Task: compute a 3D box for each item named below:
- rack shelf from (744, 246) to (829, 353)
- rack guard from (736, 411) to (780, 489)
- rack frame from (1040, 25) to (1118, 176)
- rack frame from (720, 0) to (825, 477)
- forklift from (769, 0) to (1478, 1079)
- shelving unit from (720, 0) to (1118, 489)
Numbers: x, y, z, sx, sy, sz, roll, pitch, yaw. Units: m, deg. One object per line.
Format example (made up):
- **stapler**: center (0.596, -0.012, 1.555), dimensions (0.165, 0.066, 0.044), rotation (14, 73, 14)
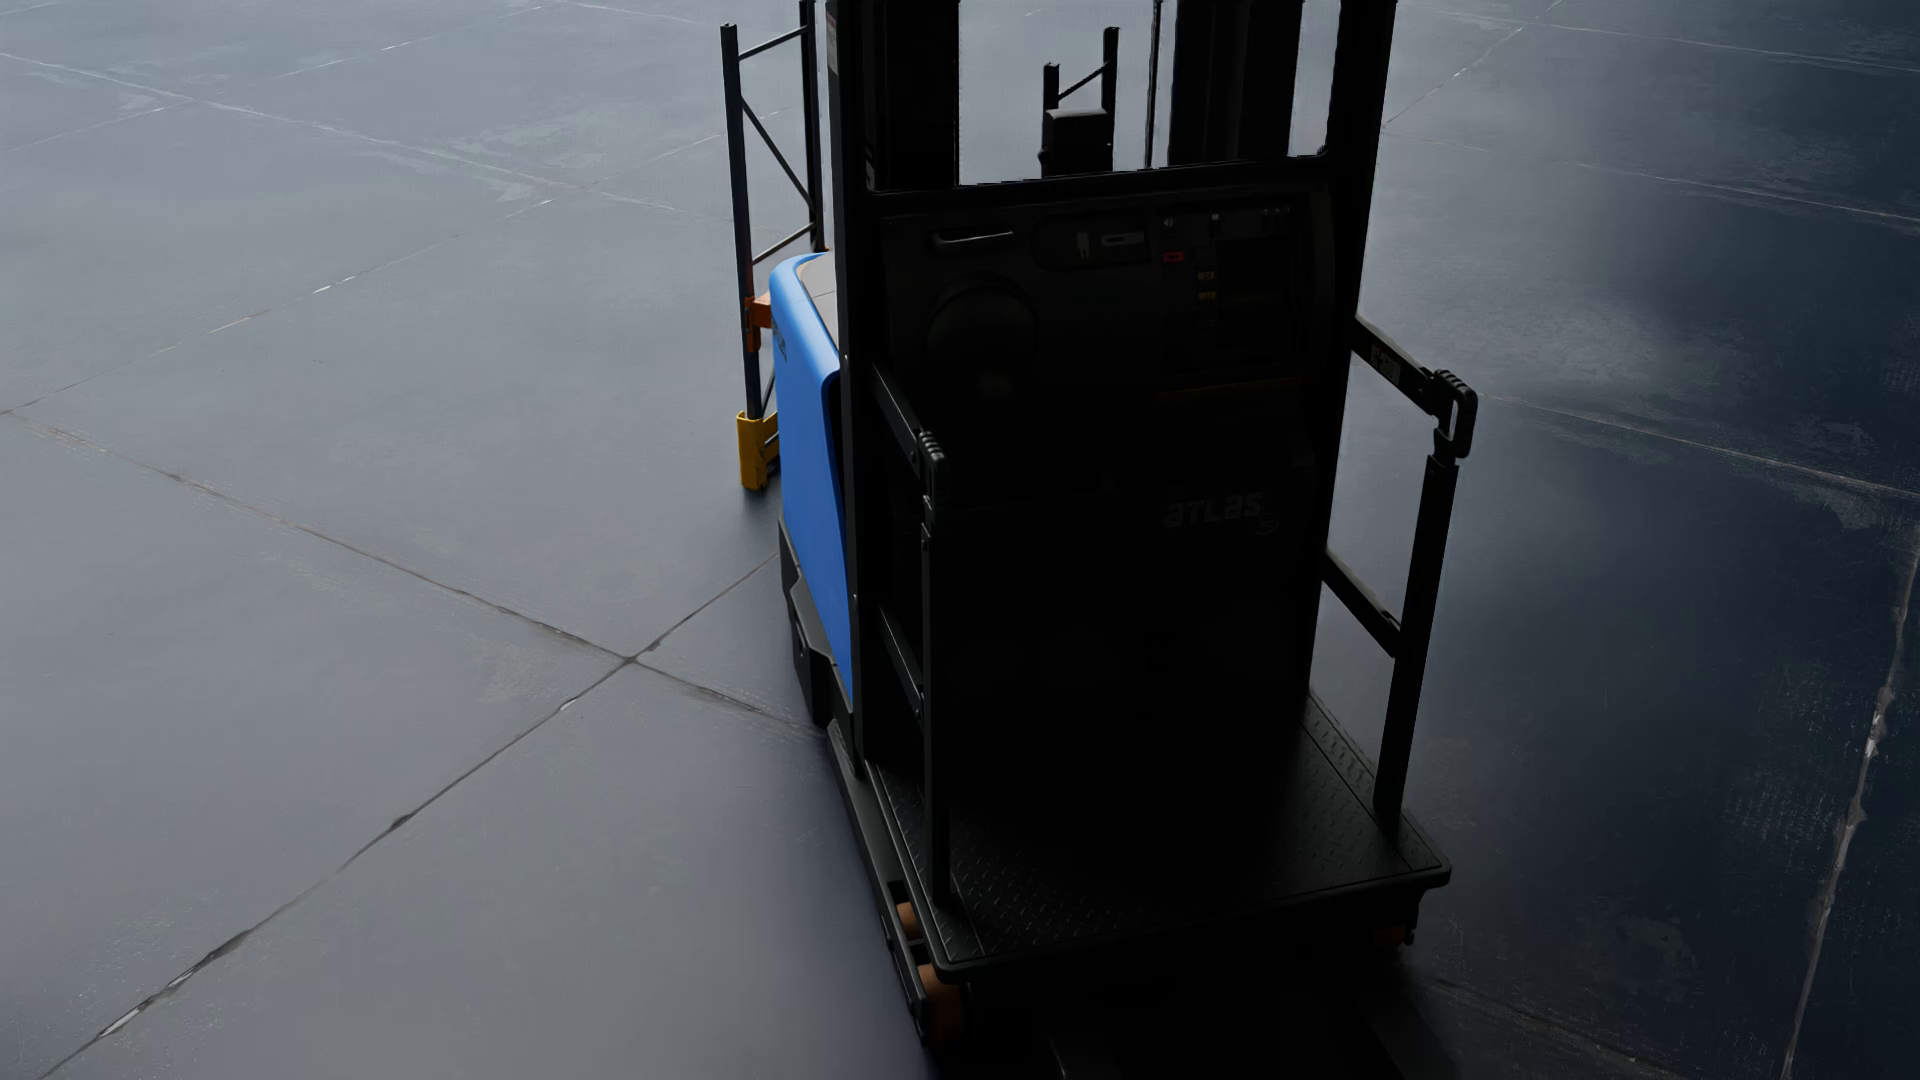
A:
- **rack shelf**: center (-0.119, -0.693, 5.306), dimensions (1.000, 0.185, 0.538), rotation (13, 33, 22)
- **rack guard**: center (-0.577, -0.417, 5.717), dimensions (0.087, 0.250, 0.587), rotation (13, 33, 22)
- **rack frame**: center (0.341, -0.739, 5.028), dimensions (0.032, 1.500, 0.500), rotation (13, 33, 22)
- **rack frame**: center (-0.578, -0.957, 5.403), dimensions (0.032, 1.500, 0.500), rotation (13, 33, 22)
- **forklift**: center (0.361, -0.443, 3.100), dimensions (1.130, 2.935, 3.031), rotation (-8, 31, -13)
- **shelving unit**: center (-0.127, -0.850, 5.219), dimensions (1.083, 1.500, 0.587), rotation (13, 33, 22)
